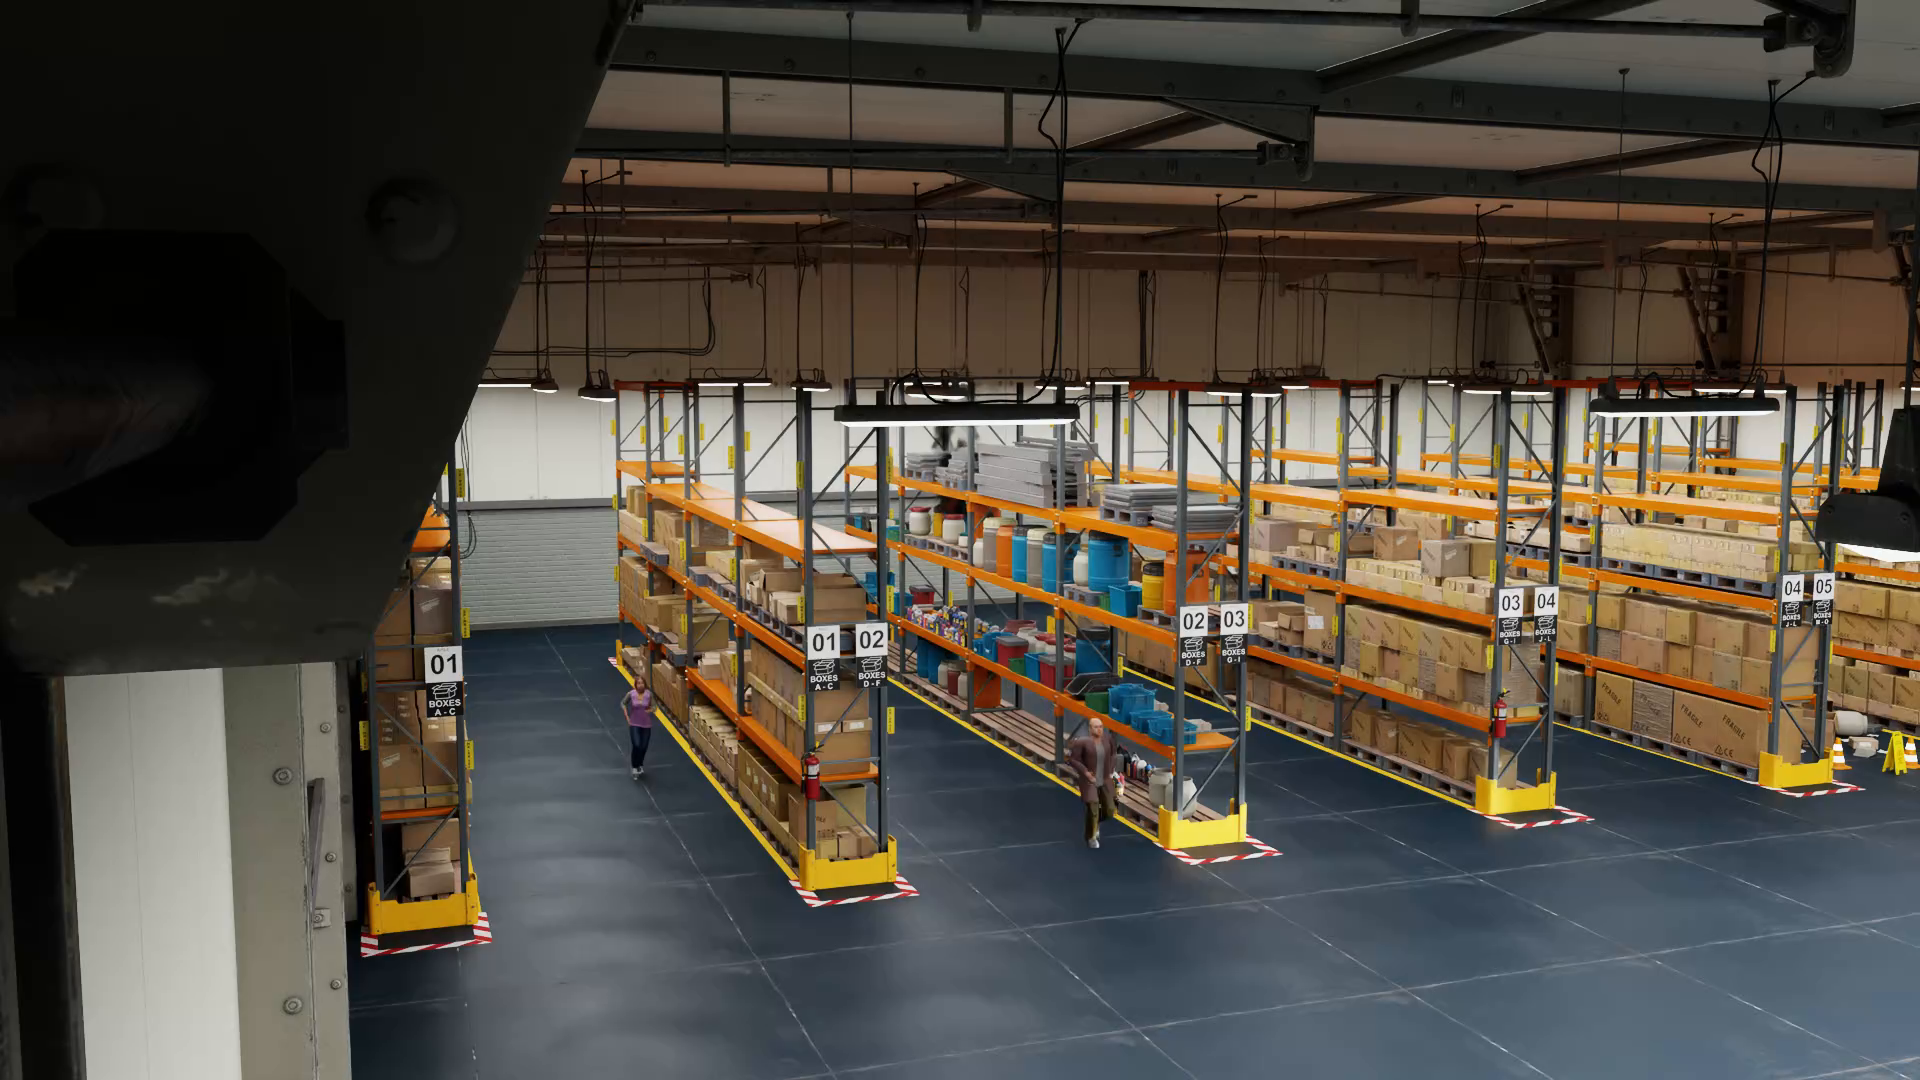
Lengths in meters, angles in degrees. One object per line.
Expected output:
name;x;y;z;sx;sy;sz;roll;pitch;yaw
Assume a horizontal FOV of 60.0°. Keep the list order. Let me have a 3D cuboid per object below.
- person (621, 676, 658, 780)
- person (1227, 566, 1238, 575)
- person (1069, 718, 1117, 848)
person;-4.892;2.903;25.454;0.529;1.497;0.667;-2;6;-20
person;6.740;1.106;41.104;0.836;1.798;0.671;-3;7;-23
person;1.789;3.177;21.748;0.715;1.729;0.597;-2;6;-21
